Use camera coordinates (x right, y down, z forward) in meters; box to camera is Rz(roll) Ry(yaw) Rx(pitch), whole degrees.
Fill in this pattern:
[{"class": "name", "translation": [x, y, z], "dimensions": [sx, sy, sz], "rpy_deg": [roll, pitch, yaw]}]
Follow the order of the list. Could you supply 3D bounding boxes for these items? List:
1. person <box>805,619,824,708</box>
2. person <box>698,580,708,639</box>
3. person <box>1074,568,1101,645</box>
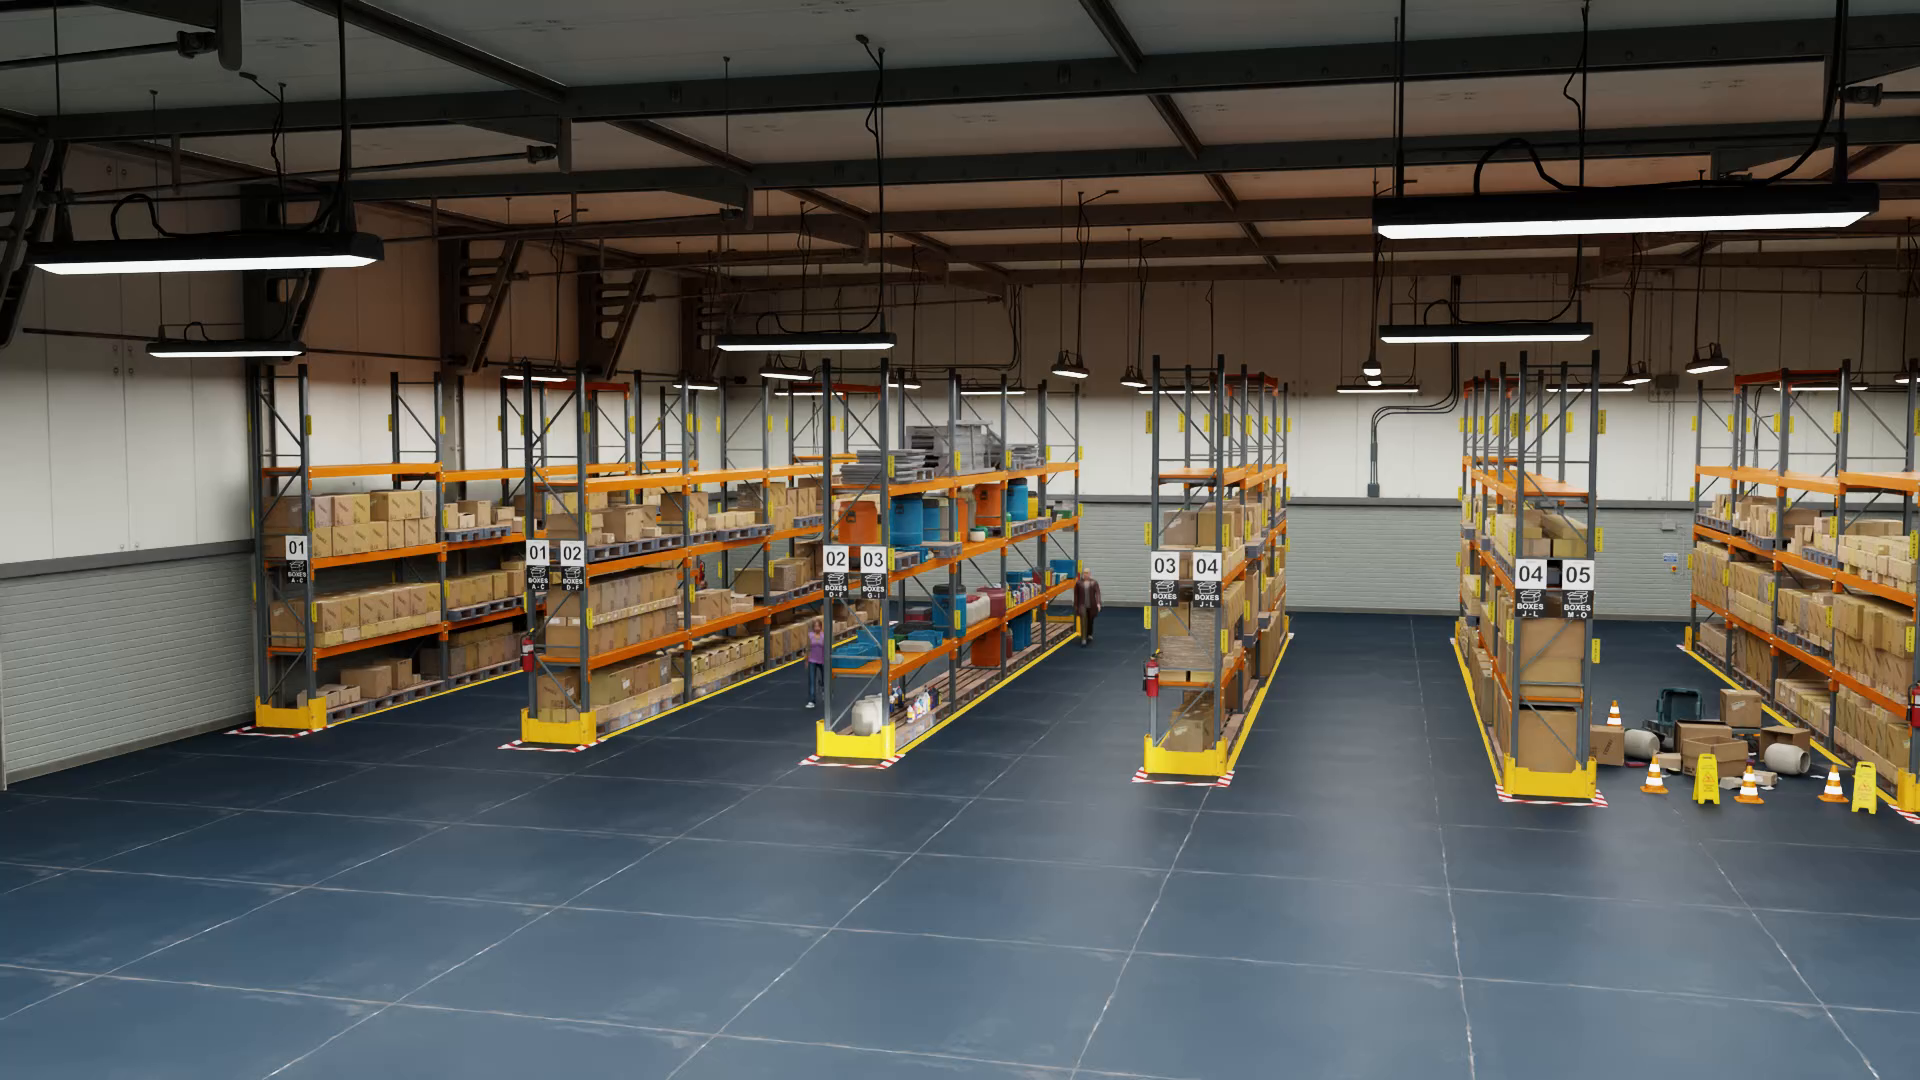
[{"class": "person", "translation": [-2.536, 2.172, 29.616], "dimensions": [0.454, 1.557, 0.840], "rpy_deg": [0, 4, -3]}, {"class": "person", "translation": [-5.681, 1.674, 36.493], "dimensions": [0.441, 1.590, 1.051], "rpy_deg": [1, 4, 13]}, {"class": "person", "translation": [2.912, 1.505, 37.913], "dimensions": [0.597, 1.726, 1.160], "rpy_deg": [0, 4, 0]}]
